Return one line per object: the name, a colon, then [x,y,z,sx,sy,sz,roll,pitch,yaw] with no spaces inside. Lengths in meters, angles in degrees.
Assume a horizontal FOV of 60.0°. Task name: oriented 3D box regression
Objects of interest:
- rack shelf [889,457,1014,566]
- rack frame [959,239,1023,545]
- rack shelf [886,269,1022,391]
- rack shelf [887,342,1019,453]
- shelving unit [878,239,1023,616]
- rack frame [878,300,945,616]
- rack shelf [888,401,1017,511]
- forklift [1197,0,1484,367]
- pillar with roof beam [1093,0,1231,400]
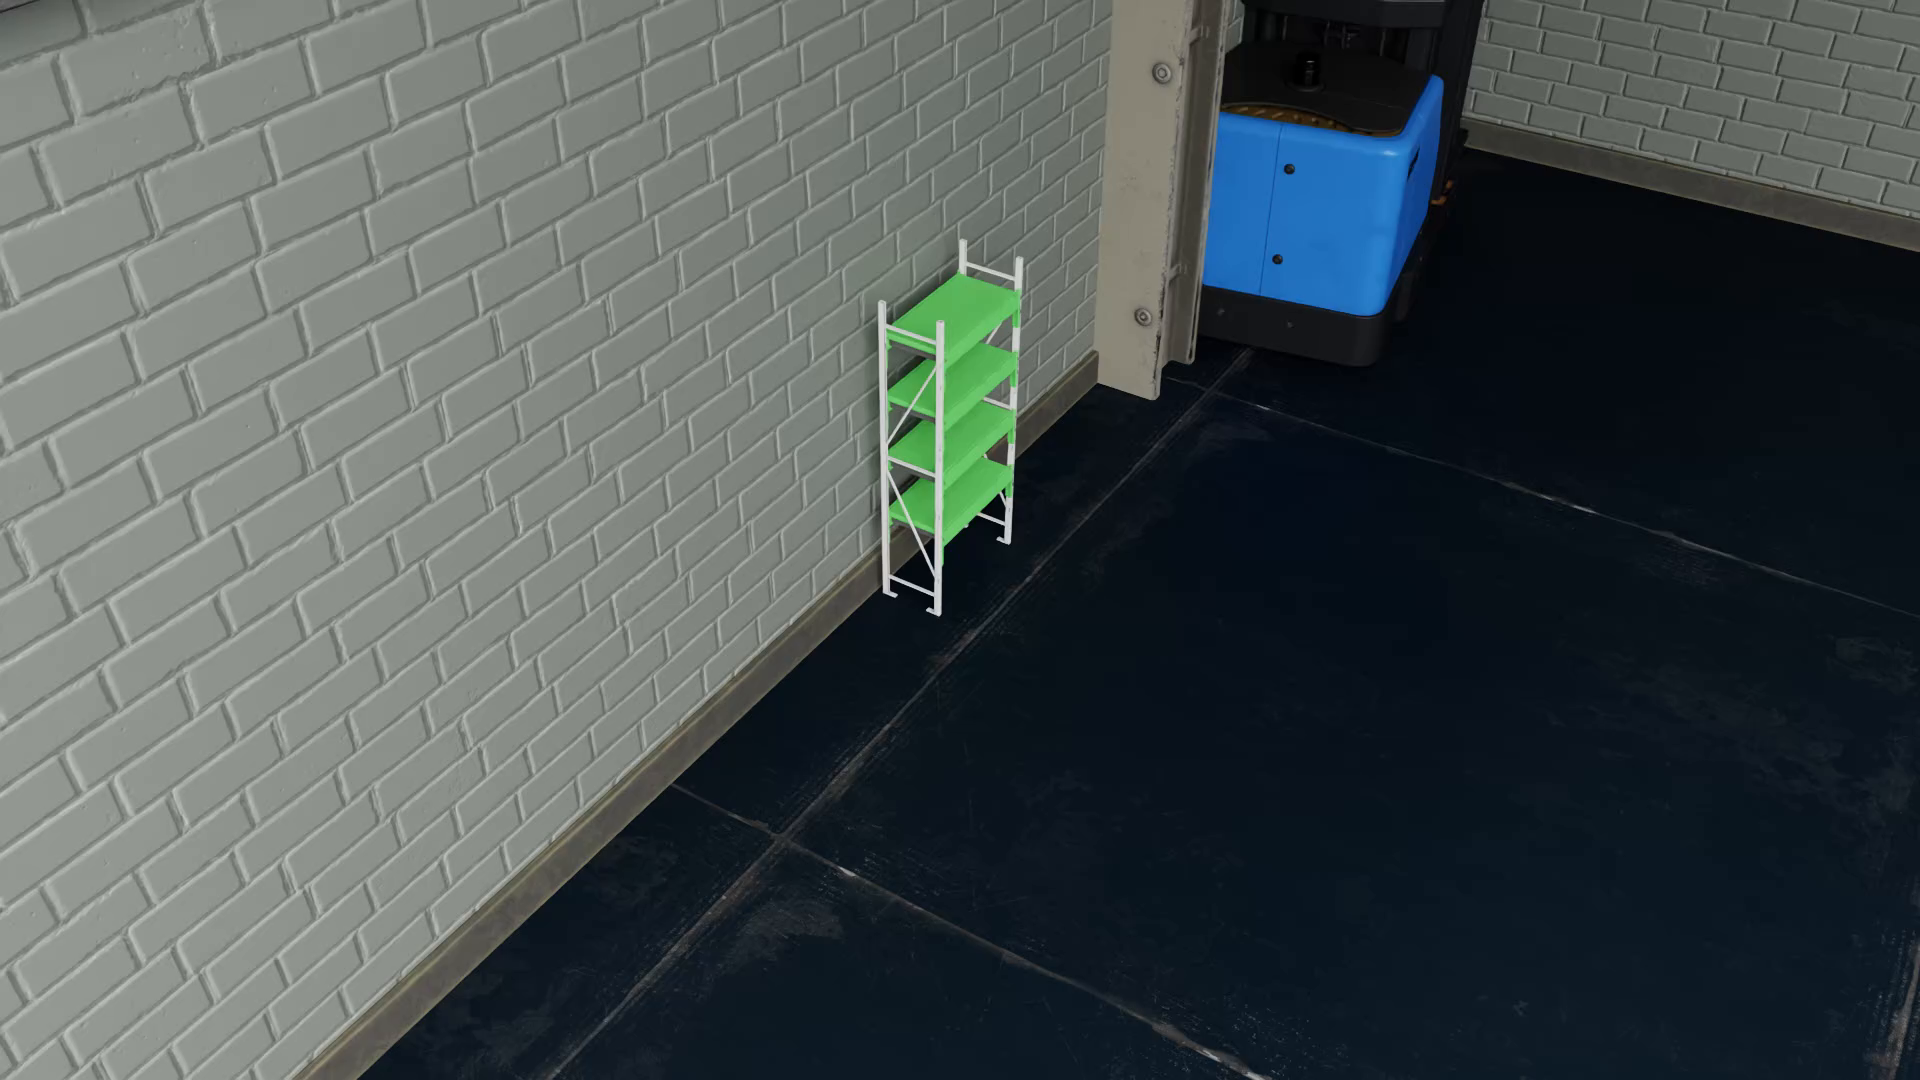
rack shelf: [-0.039,-0.133,5.933,0.258,0.148,0.480,22,43,24]
rack frame: [0.094,-0.498,5.909,0.240,1.200,0.015,22,43,24]
rack shelf: [-0.028,-0.698,5.488,0.258,0.148,0.480,22,43,24]
rack shelf: [-0.032,-0.510,5.636,0.258,0.148,0.480,22,43,24]
shelving unit: [-0.034,-0.371,5.745,0.258,1.200,0.503,22,43,24]
rack frame: [-0.163,-0.245,5.581,0.240,1.200,0.015,22,43,24]
rack shelf: [-0.035,-0.321,5.784,0.258,0.148,0.480,22,43,24]
forklift: [1.866,-2.798,7.478,1.130,2.935,3.031,15,40,18]
pillar with roof beam: [4.428,-2.895,2.635,9.100,9.000,0.400,21,42,25]
